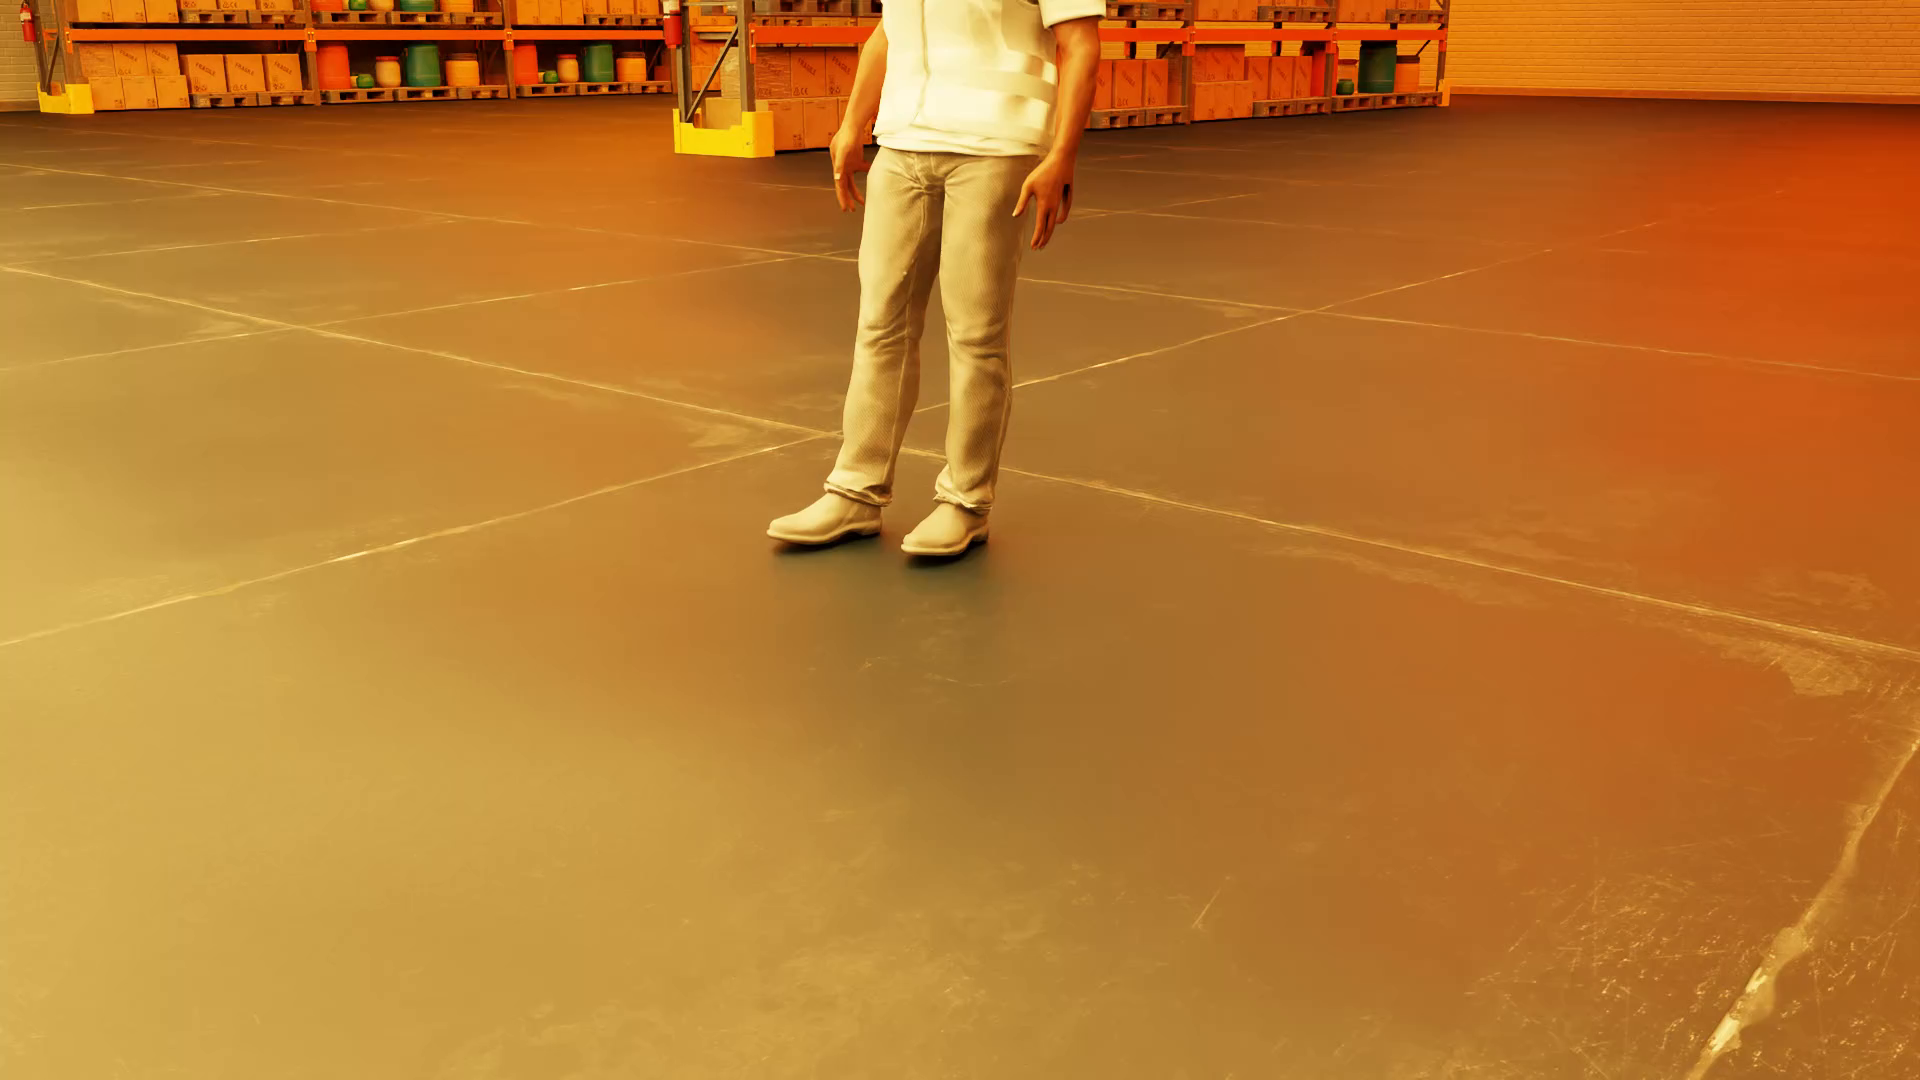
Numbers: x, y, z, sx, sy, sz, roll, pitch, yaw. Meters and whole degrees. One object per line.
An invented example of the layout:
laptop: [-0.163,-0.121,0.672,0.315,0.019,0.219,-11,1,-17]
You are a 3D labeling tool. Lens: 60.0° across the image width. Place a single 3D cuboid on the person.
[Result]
person: [-0.049,-0.838,3.635,0.665,1.768,0.575,13,21,37]
